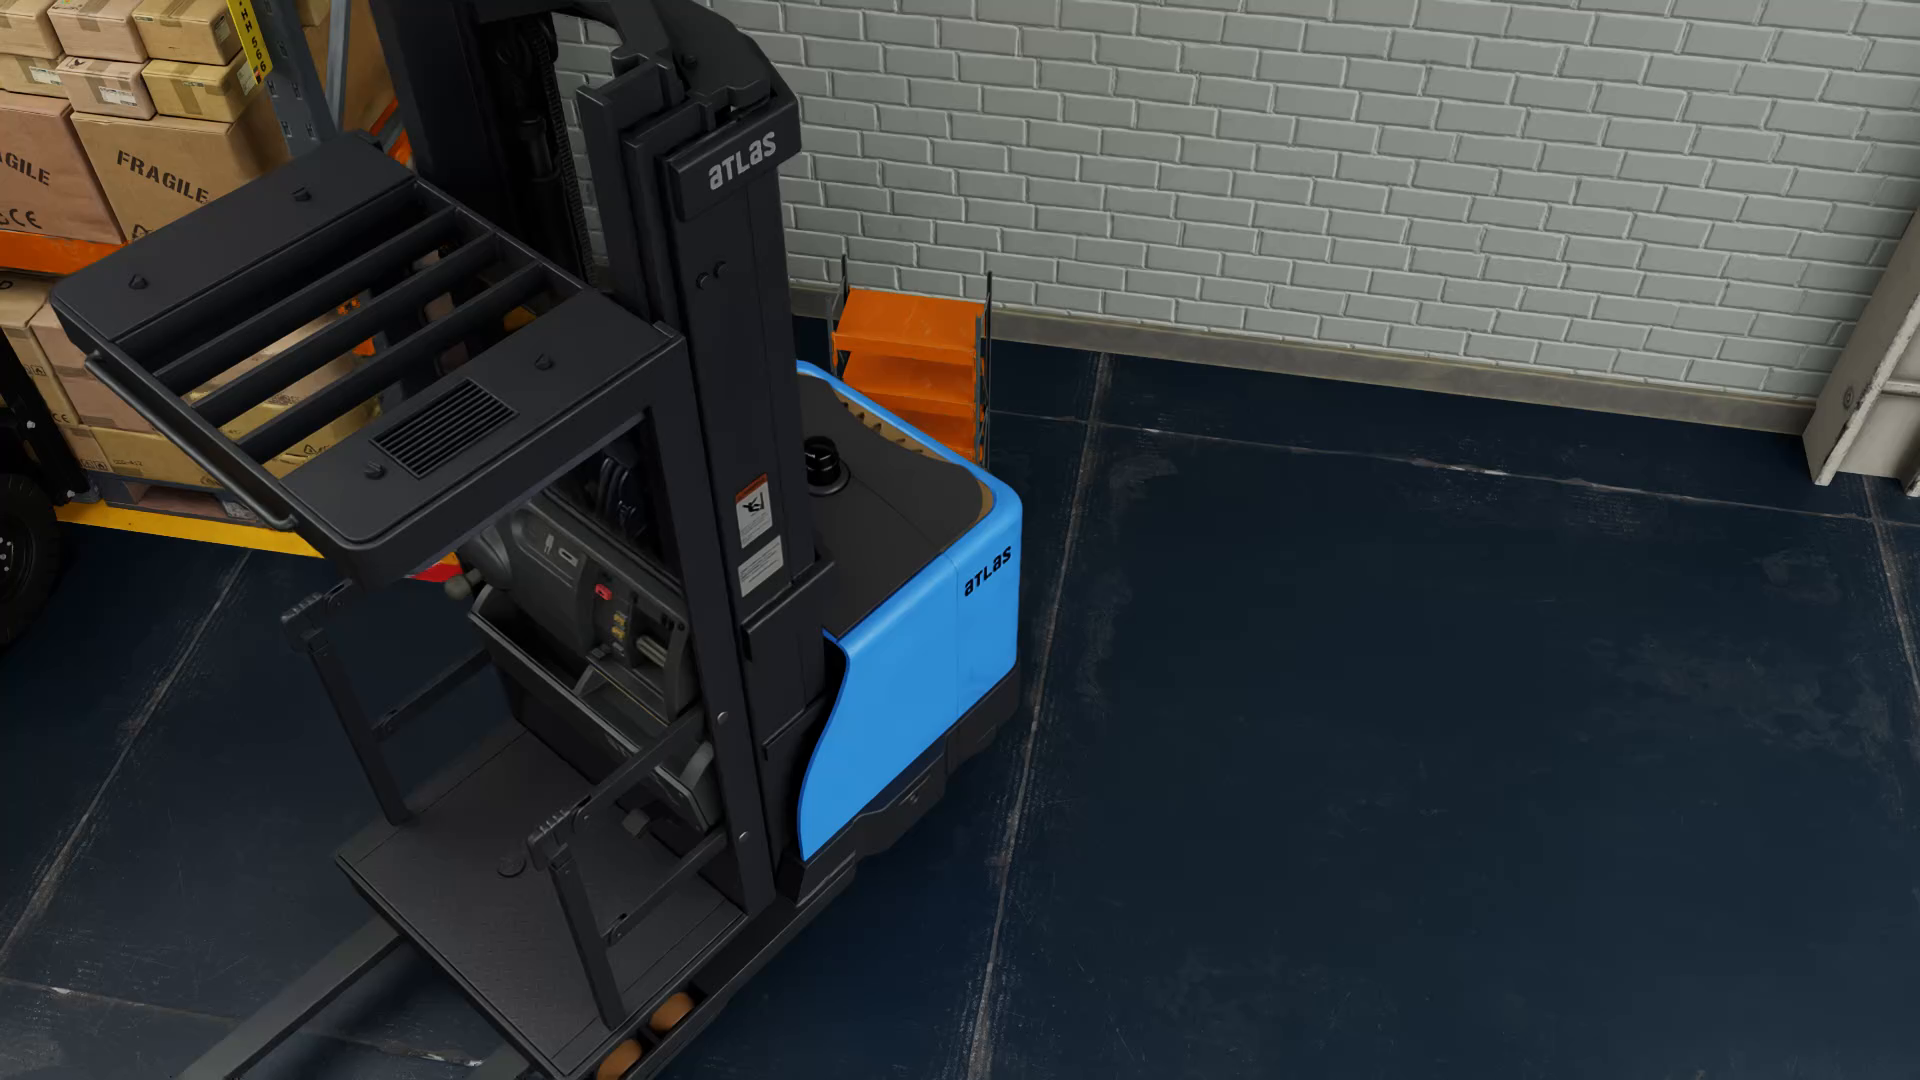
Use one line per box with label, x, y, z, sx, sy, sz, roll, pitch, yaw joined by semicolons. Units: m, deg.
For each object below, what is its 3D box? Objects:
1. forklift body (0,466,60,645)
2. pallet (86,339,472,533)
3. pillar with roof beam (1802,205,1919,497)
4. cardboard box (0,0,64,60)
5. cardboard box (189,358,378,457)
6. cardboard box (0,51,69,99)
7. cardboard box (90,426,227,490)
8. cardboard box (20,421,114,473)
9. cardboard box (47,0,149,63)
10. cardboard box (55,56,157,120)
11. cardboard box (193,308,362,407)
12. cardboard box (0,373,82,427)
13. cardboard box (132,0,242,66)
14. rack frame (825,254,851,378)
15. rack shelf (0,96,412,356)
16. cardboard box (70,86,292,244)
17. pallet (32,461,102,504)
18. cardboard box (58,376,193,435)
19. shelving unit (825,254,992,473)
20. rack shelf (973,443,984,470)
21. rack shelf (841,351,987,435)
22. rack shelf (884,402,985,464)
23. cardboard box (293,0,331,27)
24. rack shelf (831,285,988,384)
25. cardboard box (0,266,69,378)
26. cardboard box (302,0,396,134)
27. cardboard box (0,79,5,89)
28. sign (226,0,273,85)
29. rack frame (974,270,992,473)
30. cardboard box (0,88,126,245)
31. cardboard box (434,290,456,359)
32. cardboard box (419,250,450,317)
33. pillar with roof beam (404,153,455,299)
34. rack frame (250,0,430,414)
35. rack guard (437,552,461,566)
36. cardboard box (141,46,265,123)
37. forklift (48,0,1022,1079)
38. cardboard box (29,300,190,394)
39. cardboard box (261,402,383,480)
forklift body;-4.040;0.020;4.786;1.214;2.155;2.313;8;49;7
pallet;-2.609;-0.487;6.546;1.213;0.211;1.003;8;49;7
pillar with roof beam;2.765;-0.160;0.344;0.400;9.000;9.100;8;49;7
cardboard box;-2.750;-1.616;4.982;0.250;0.149;0.380;9;49;8
cardboard box;-2.384;-0.572;5.978;0.500;0.250;0.500;7;48;6
cardboard box;-2.741;-1.531;5.105;0.250;0.149;0.380;8;49;8
cardboard box;-2.855;-0.473;6.225;0.500;0.250;0.500;8;49;7
cardboard box;-3.346;-0.546;6.290;0.500;0.250;0.500;8;49;7
cardboard box;-2.487;-1.601;4.969;0.250;0.149;0.380;8;49;7
cardboard box;-2.497;-1.451;5.034;0.250;0.149;0.380;8;49;7
cardboard box;-2.358;-0.737;5.789;0.500;0.250;0.500;9;49;8
cardboard box;-3.387;-0.700;6.092;0.500;0.250;0.500;7;48;6
cardboard box;-2.239;-1.591;4.960;0.250;0.149;0.380;8;49;7
rack frame;-0.403;-0.455;5.852;0.015;1.200;0.240;8;49;7
rack shelf;-3.817;-1.372;5.950;4.000;0.370;1.077;8;49;7
cardboard box;-2.380;-1.255;5.294;0.500;0.500;0.500;7;48;6
pallet;-3.806;-0.650;6.692;1.213;0.211;1.003;8;49;7
cardboard box;-2.875;-0.647;6.045;0.500;0.250;0.500;7;48;6
shelving unit;-0.163;-0.423;5.823;0.503;1.200;0.258;8;49;7
rack shelf;-0.163;-0.245;6.021;0.480;0.148;0.258;8;49;7
rack shelf;-0.163;-0.527;5.707;0.480;0.148;0.258;8;49;7
rack shelf;-0.163;-0.378;5.873;0.480;0.148;0.258;8;49;7
cardboard box;-2.137;-1.833;5.377;0.250;0.149;0.380;7;48;6
rack shelf;-0.163;-0.686;5.531;0.480;0.148;0.258;8;49;7
cardboard box;-3.360;-0.859;5.899;0.500;0.250;0.500;8;49;7
cardboard box;-2.287;-1.651;5.649;0.500;0.500;0.500;9;49;8
cardboard box;-2.983;-1.572;5.142;0.250;0.149;0.380;7;48;7
sign;-1.959;-1.419;4.571;0.005;0.325;0.100;8;49;7
rack frame;0.077;-0.391;5.794;0.015;1.200;0.240;8;49;7
cardboard box;-2.889;-1.330;5.361;0.500;0.500;0.500;9;49;8
cardboard box;-2.298;-0.778;6.499;0.500;0.250;0.500;8;49;7
cardboard box;-2.275;-0.951;6.318;0.500;0.250;0.500;8;49;8
pillar with roof beam;-3.140;-0.954;1.058;0.400;9.000;9.100;8;49;7
rack frame;-1.849;-1.348;5.445;0.127;3.000;1.000;8;49;7
rack guard;-1.825;-0.510;6.372;0.348;0.500;1.175;8;49;7
cardboard box;-2.240;-1.439;5.023;0.250;0.149;0.380;8;49;7
forklift;-1.148;0.193;4.106;1.130;2.935;3.031;33;56;26
cardboard box;-2.861;-0.800;5.846;0.500;0.250;0.500;8;49;8
cardboard box;-2.368;-0.401;6.160;0.500;0.250;0.500;8;49;7
